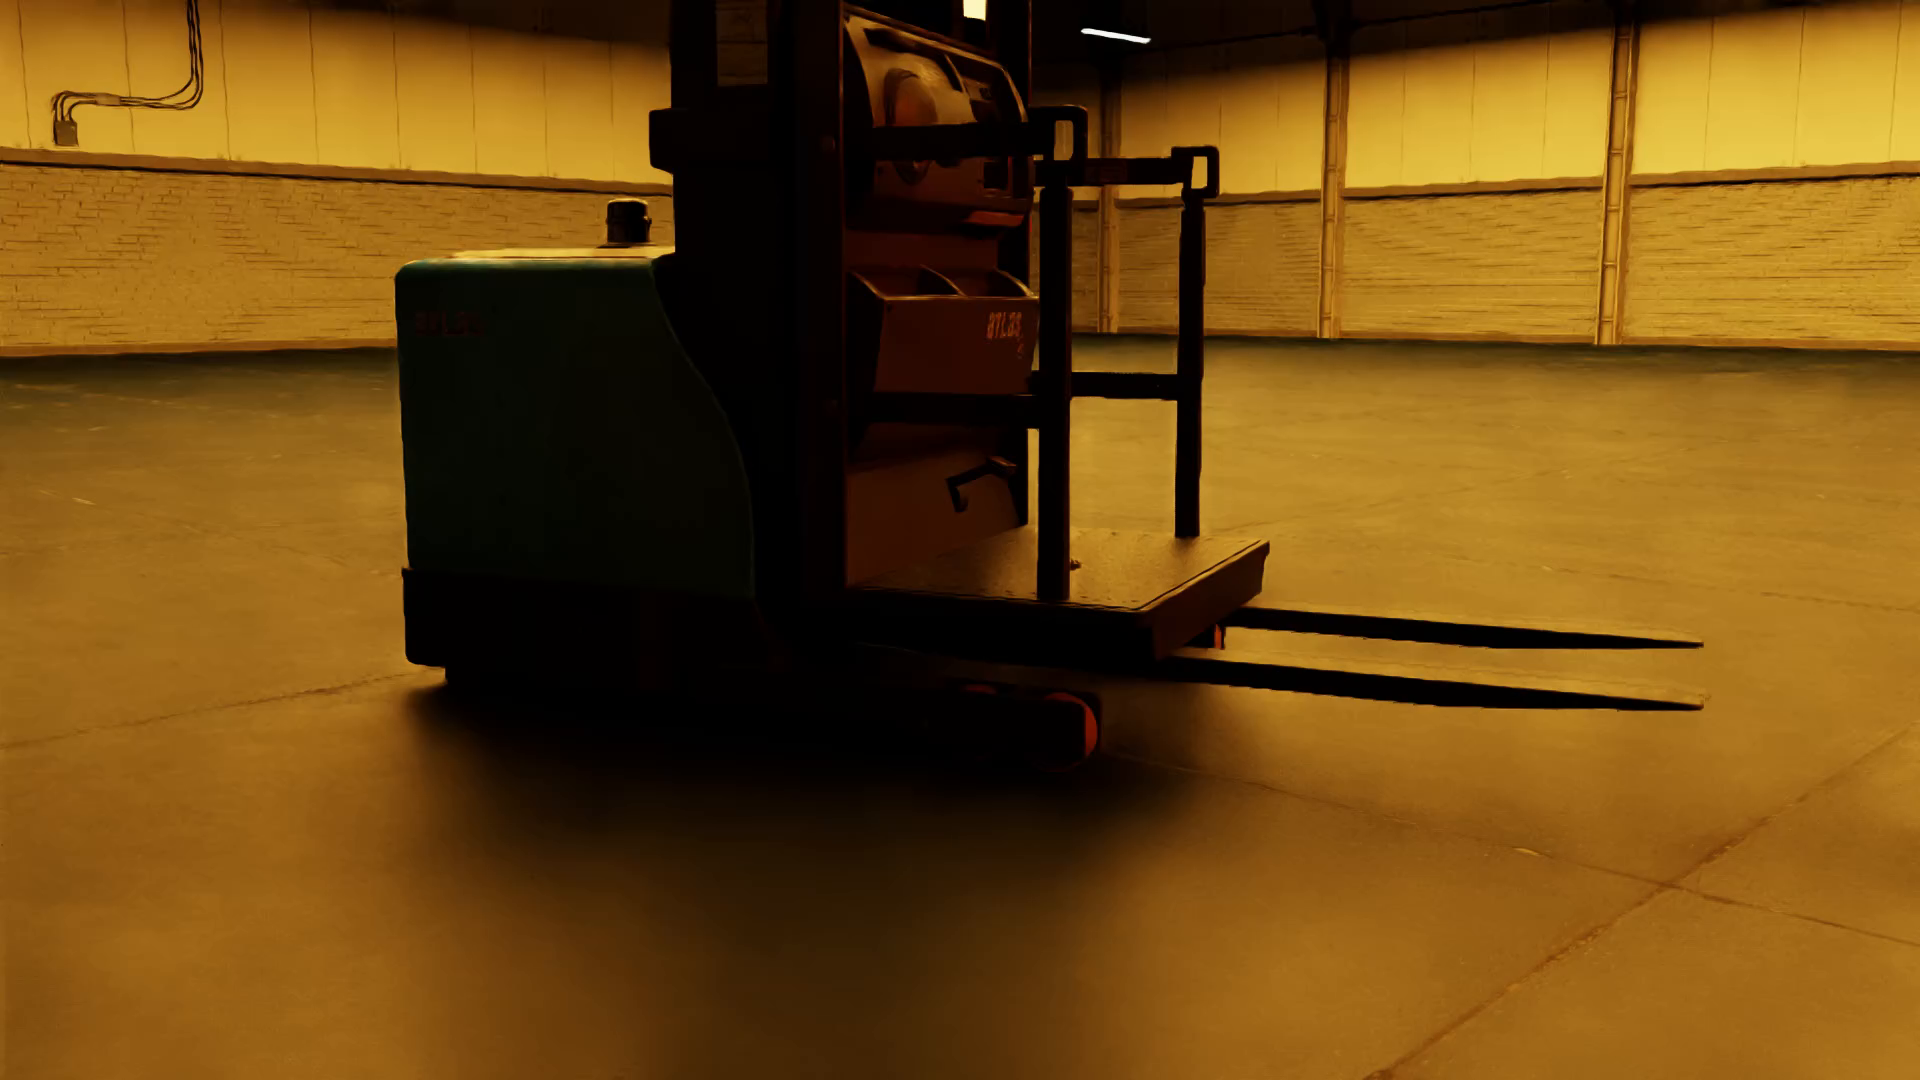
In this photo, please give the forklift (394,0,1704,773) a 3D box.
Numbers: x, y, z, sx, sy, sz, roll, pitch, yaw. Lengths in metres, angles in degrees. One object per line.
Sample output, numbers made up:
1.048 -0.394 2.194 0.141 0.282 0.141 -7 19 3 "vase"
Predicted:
0.153 -1.052 3.859 3.031 2.935 1.130 4 9 24 "forklift"
